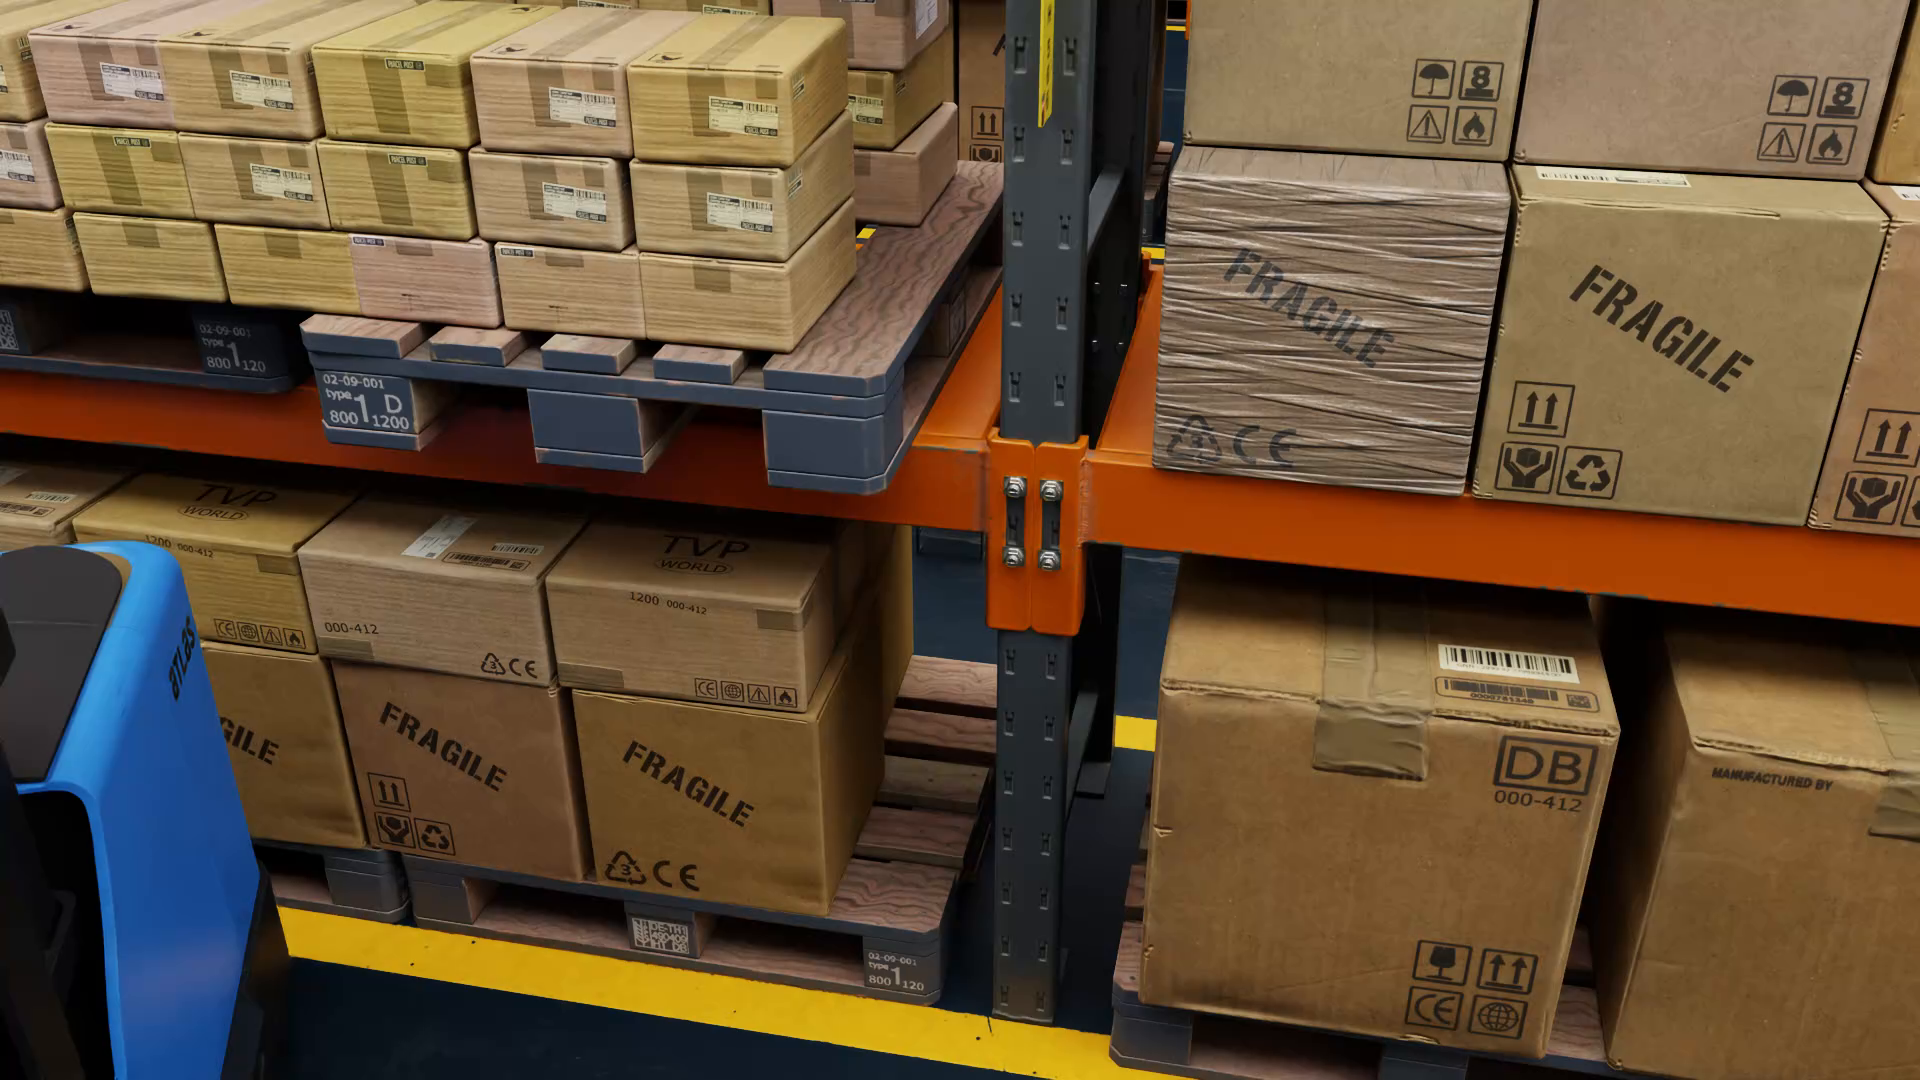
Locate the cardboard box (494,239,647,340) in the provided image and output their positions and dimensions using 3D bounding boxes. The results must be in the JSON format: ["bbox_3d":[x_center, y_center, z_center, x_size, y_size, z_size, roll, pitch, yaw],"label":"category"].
[{"bbox_3d":[-0.589,-0.487,2.841,0.250,0.149,0.380,6,29,10],"label":"cardboard box"}]

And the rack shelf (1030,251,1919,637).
[{"bbox_3d":[2.188,-0.038,2.945,4.000,0.370,1.077,6,29,11],"label":"rack shelf"}]

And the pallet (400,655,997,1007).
[{"bbox_3d":[-0.532,0.590,3.952,1.213,0.211,1.003,6,29,11],"label":"pallet"}]

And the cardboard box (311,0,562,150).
[{"bbox_3d":[-0.844,-0.775,2.747,0.250,0.149,0.380,7,29,12],"label":"cardboard box"}]

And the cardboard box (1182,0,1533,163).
[{"bbox_3d":[0.669,-0.987,2.783,0.500,0.500,0.700,6,29,10],"label":"cardboard box"}]

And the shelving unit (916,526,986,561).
[{"bbox_3d":[-0.008,-0.396,5.035,0.210,0.900,0.258,6,29,11],"label":"shelving unit"}]

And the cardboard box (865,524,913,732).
[{"bbox_3d":[-0.407,0.168,3.986,0.500,0.500,0.500,5,29,8],"label":"cardboard box"}]

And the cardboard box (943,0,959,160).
[{"bbox_3d":[-0.363,-2.341,8.177,0.875,0.875,0.875,6,29,11],"label":"cardboard box"}]

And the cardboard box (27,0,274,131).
[{"bbox_3d":[-1.341,-0.827,2.842,0.250,0.149,0.380,6,29,11],"label":"cardboard box"}]

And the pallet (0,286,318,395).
[{"bbox_3d":[-1.713,-0.649,3.512,1.213,0.211,1.003,6,29,11],"label":"pallet"}]

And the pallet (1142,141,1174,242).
[{"bbox_3d":[0.412,-1.780,8.282,1.213,0.211,1.003,6,29,11],"label":"pallet"}]

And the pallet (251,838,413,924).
[{"bbox_3d":[-1.721,0.467,4.178,1.213,0.211,1.003,6,29,11],"label":"pallet"}]

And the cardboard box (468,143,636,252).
[{"bbox_3d":[-0.608,-0.620,2.774,0.250,0.149,0.380,7,29,12],"label":"cardboard box"}]

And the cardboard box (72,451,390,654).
[{"bbox_3d":[-1.482,-0.020,3.548,0.500,0.250,0.500,7,29,12],"label":"cardboard box"}]

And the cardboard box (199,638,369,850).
[{"bbox_3d":[-1.494,0.316,3.715,0.500,0.500,0.500,5,29,8],"label":"cardboard box"}]

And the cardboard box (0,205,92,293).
[{"bbox_3d":[-1.600,-0.593,3.033,0.250,0.149,0.380,7,29,12],"label":"cardboard box"}]

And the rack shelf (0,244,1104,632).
[{"bbox_3d":[-1.724,-0.439,3.677,4.000,0.370,1.077,6,29,11],"label":"rack shelf"}]

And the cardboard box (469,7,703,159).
[{"bbox_3d":[-0.588,-0.749,2.699,0.250,0.149,0.380,6,29,10],"label":"cardboard box"}]

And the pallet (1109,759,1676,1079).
[{"bbox_3d":[0.987,0.784,3.599,1.213,0.211,1.003,6,29,11],"label":"pallet"}]

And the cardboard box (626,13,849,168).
[{"bbox_3d":[-0.343,-0.723,2.651,0.250,0.149,0.380,5,29,9],"label":"cardboard box"}]

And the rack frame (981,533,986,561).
[{"bbox_3d":[0.091,-0.385,5.017,0.006,0.900,0.240,6,29,11],"label":"rack frame"}]

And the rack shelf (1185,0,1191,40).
[{"bbox_3d":[-0.789,-2.774,7.942,4.000,0.370,1.077,6,29,11],"label":"rack shelf"}]

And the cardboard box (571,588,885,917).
[{"bbox_3d":[-0.466,0.415,3.534,0.500,0.500,0.500,6,29,10],"label":"cardboard box"}]

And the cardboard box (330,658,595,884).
[{"bbox_3d":[-0.973,0.361,3.632,0.500,0.500,0.500,7,29,13],"label":"cardboard box"}]

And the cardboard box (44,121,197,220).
[{"bbox_3d":[-1.353,-0.697,2.913,0.250,0.149,0.380,6,29,10],"label":"cardboard box"}]

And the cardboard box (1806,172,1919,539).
[{"bbox_3d":[1.606,-0.326,2.617,0.500,0.500,0.500,6,29,11],"label":"cardboard box"}]

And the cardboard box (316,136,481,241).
[{"bbox_3d":[-0.866,-0.645,2.820,0.250,0.149,0.380,7,29,12],"label":"cardboard box"}]

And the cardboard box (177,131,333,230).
[{"bbox_3d":[-1.110,-0.671,2.866,0.250,0.149,0.380,6,29,11],"label":"cardboard box"}]

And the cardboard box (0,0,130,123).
[{"bbox_3d":[-1.607,-0.853,2.890,0.250,0.149,0.380,7,30,13],"label":"cardboard box"}]

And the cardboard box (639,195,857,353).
[{"bbox_3d":[-0.347,-0.462,2.794,0.250,0.149,0.380,6,29,11],"label":"cardboard box"}]

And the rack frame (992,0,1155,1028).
[{"bbox_3d":[0.232,-0.554,3.138,0.127,3.000,1.000,6,29,11],"label":"rack frame"}]

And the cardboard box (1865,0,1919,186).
[{"bbox_3d":[1.666,-0.886,2.600,0.500,0.500,0.700,5,29,10],"label":"cardboard box"}]

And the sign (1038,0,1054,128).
[{"bbox_3d":[0.128,-0.771,2.412,0.005,0.325,0.100,6,29,11],"label":"sign"}]

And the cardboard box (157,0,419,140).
[{"bbox_3d":[-1.106,-0.800,2.793,0.250,0.149,0.380,7,29,12],"label":"cardboard box"}]

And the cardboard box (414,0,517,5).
[{"bbox_3d":[-0.941,-1.105,3.350,0.250,0.149,0.380,5,29,8],"label":"cardboard box"}]

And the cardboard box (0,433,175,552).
[{"bbox_3d":[-1.993,-0.068,3.636,0.500,0.250,0.500,7,29,12],"label":"cardboard box"}]

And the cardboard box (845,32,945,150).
[{"bbox_3d":[-0.199,-0.901,3.287,0.250,0.149,0.380,7,30,13],"label":"cardboard box"}]

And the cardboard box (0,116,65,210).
[{"bbox_3d":[-1.608,-0.722,2.961,0.250,0.149,0.380,7,29,12],"label":"cardboard box"}]

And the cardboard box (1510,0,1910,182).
[{"bbox_3d":[1.164,-0.937,2.692,0.500,0.500,0.700,5,29,10],"label":"cardboard box"}]

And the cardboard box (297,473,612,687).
[{"bbox_3d":[-0.988,0.038,3.441,0.500,0.250,0.500,6,29,11],"label":"cardboard box"}]

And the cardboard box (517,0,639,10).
[{"bbox_3d":[-0.682,-1.079,3.301,0.250,0.149,0.380,6,29,10],"label":"cardboard box"}]

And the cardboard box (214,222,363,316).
[{"bbox_3d":[-1.084,-0.540,2.936,0.250,0.149,0.380,5,29,10],"label":"cardboard box"}]

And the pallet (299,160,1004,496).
[{"bbox_3d":[-0.487,-0.491,3.223,1.003,0.211,1.213,6,29,11],"label":"pallet"}]

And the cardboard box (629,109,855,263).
[{"bbox_3d":[-0.346,-0.594,2.726,0.250,0.149,0.380,6,29,12],"label":"cardboard box"}]

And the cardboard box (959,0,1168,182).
[{"bbox_3d":[0.509,-2.249,8.010,0.875,0.875,0.875,6,29,10],"label":"cardboard box"}]

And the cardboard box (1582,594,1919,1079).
[{"bbox_3d":[1.664,0.438,3.232,0.750,0.750,1.050,6,29,11],"label":"cardboard box"}]

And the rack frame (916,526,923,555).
[{"bbox_3d":[-0.107,-0.406,5.054,0.006,0.900,0.240,6,29,11],"label":"rack frame"}]

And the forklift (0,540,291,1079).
[{"bbox_3d":[-1.583,0.385,1.494,1.130,2.935,3.031,-7,29,-12],"label":"forklift"}]

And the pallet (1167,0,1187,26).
[{"bbox_3d":[1.477,-4.090,12.500,1.213,0.211,1.003,6,29,11],"label":"pallet"}]

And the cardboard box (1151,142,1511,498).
[{"bbox_3d":[0.615,-0.426,2.800,0.500,0.500,0.500,6,29,11],"label":"cardboard box"}]

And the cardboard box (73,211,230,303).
[{"bbox_3d":[-1.347,-0.566,2.984,0.250,0.149,0.380,5,29,8],"label":"cardboard box"}]

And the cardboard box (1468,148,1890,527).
[{"bbox_3d":[1.112,-0.376,2.710,0.500,0.500,0.500,6,29,10],"label":"cardboard box"}]

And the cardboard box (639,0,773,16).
[{"bbox_3d":[-0.443,-1.052,3.253,0.250,0.149,0.380,5,29,9],"label":"cardboard box"}]

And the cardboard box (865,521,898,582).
[{"bbox_3d":[-0.392,-0.154,3.792,0.500,0.250,0.500,5,29,8],"label":"cardboard box"}]

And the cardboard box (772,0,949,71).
[{"bbox_3d":[-0.184,-1.027,3.207,0.250,0.149,0.380,6,29,11],"label":"cardboard box"}]

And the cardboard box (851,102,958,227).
[{"bbox_3d":[-0.164,-0.768,3.353,0.250,0.149,0.380,5,29,10],"label":"cardboard box"}]

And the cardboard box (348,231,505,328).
[{"bbox_3d":[-0.841,-0.513,2.888,0.250,0.149,0.380,6,29,11],"label":"cardboard box"}]

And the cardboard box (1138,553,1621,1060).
[{"bbox_3d":[0.809,0.352,3.389,0.750,0.750,1.050,5,29,10],"label":"cardboard box"}]

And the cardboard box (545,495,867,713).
[{"bbox_3d":[-0.492,0.084,3.358,0.500,0.250,0.500,5,29,9],"label":"cardboard box"}]
